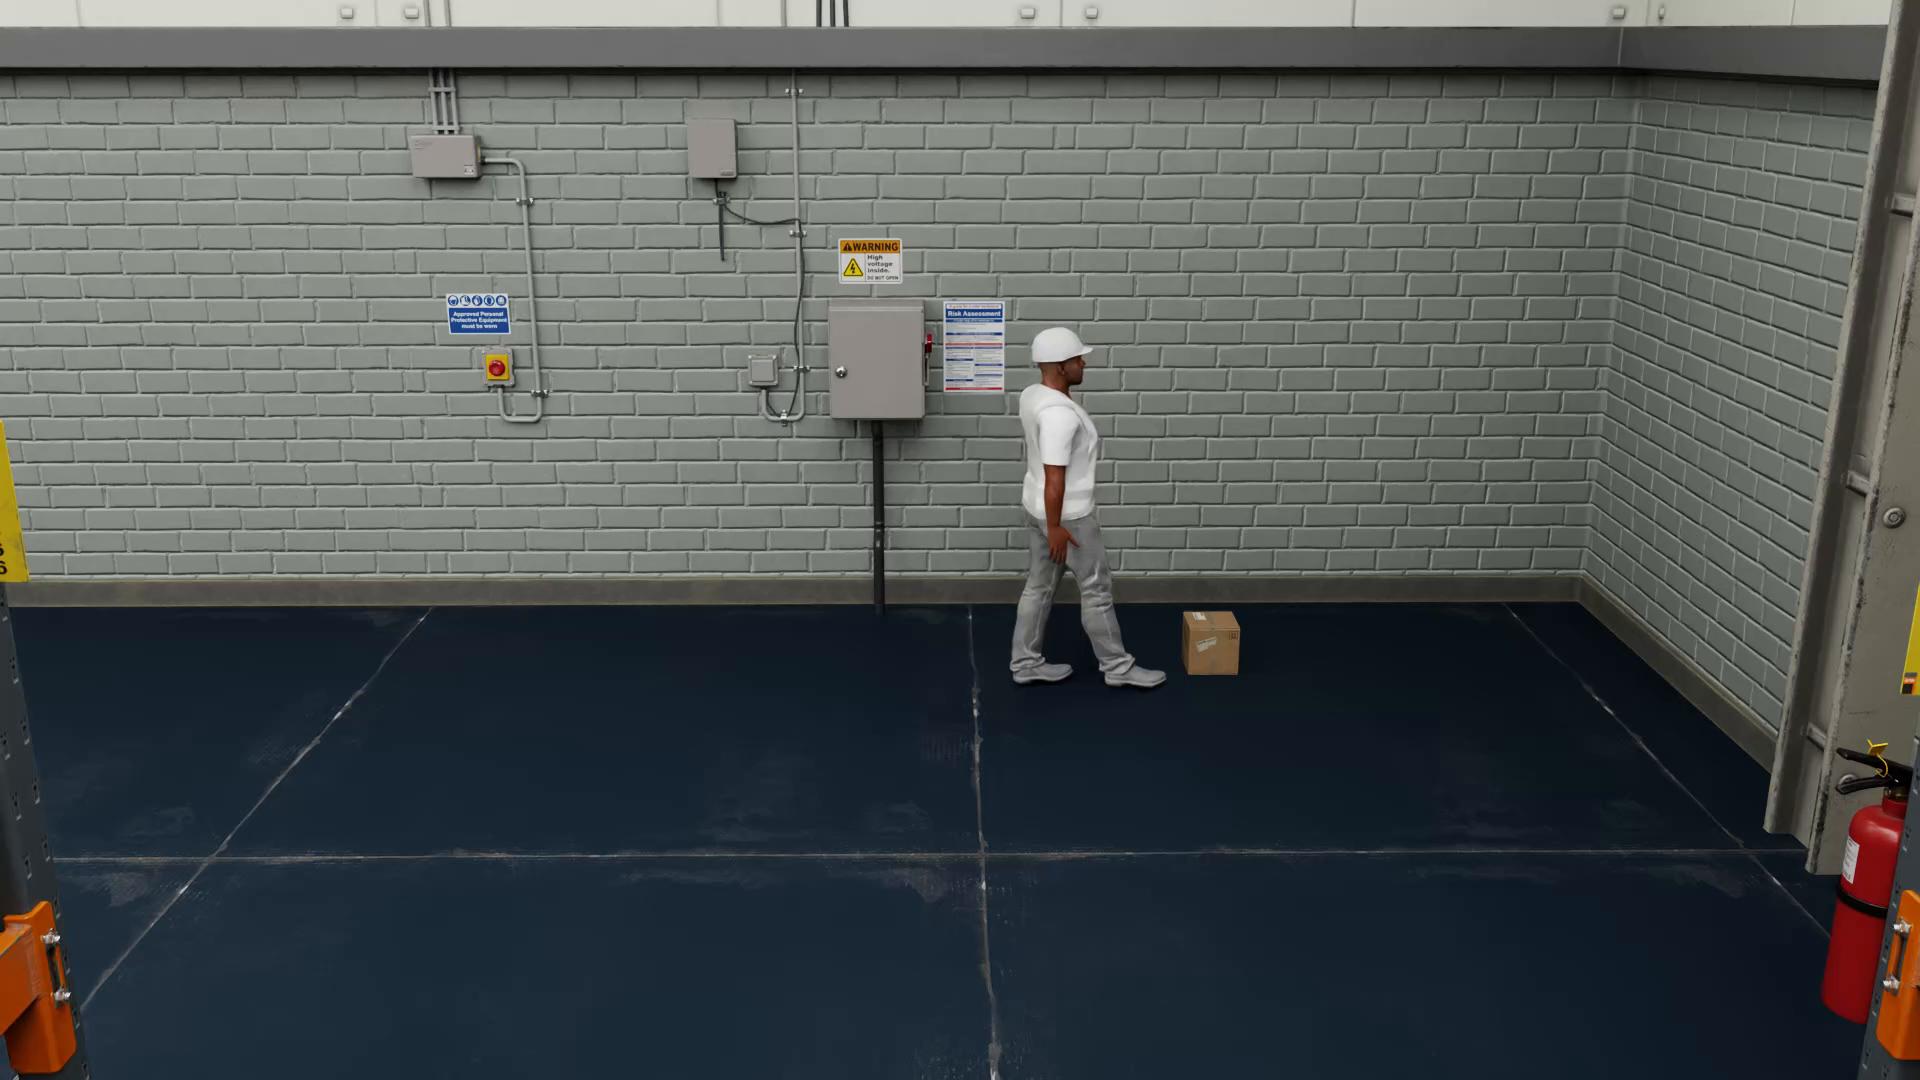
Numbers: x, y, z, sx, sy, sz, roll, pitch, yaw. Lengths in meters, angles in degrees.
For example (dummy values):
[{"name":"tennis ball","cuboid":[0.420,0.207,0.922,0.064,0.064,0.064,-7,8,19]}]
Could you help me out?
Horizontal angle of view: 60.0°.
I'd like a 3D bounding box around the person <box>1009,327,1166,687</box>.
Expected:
[{"name":"person","cuboid":[0.609,-0.158,7.983,0.742,1.750,0.591,-4,17,-13]}]
